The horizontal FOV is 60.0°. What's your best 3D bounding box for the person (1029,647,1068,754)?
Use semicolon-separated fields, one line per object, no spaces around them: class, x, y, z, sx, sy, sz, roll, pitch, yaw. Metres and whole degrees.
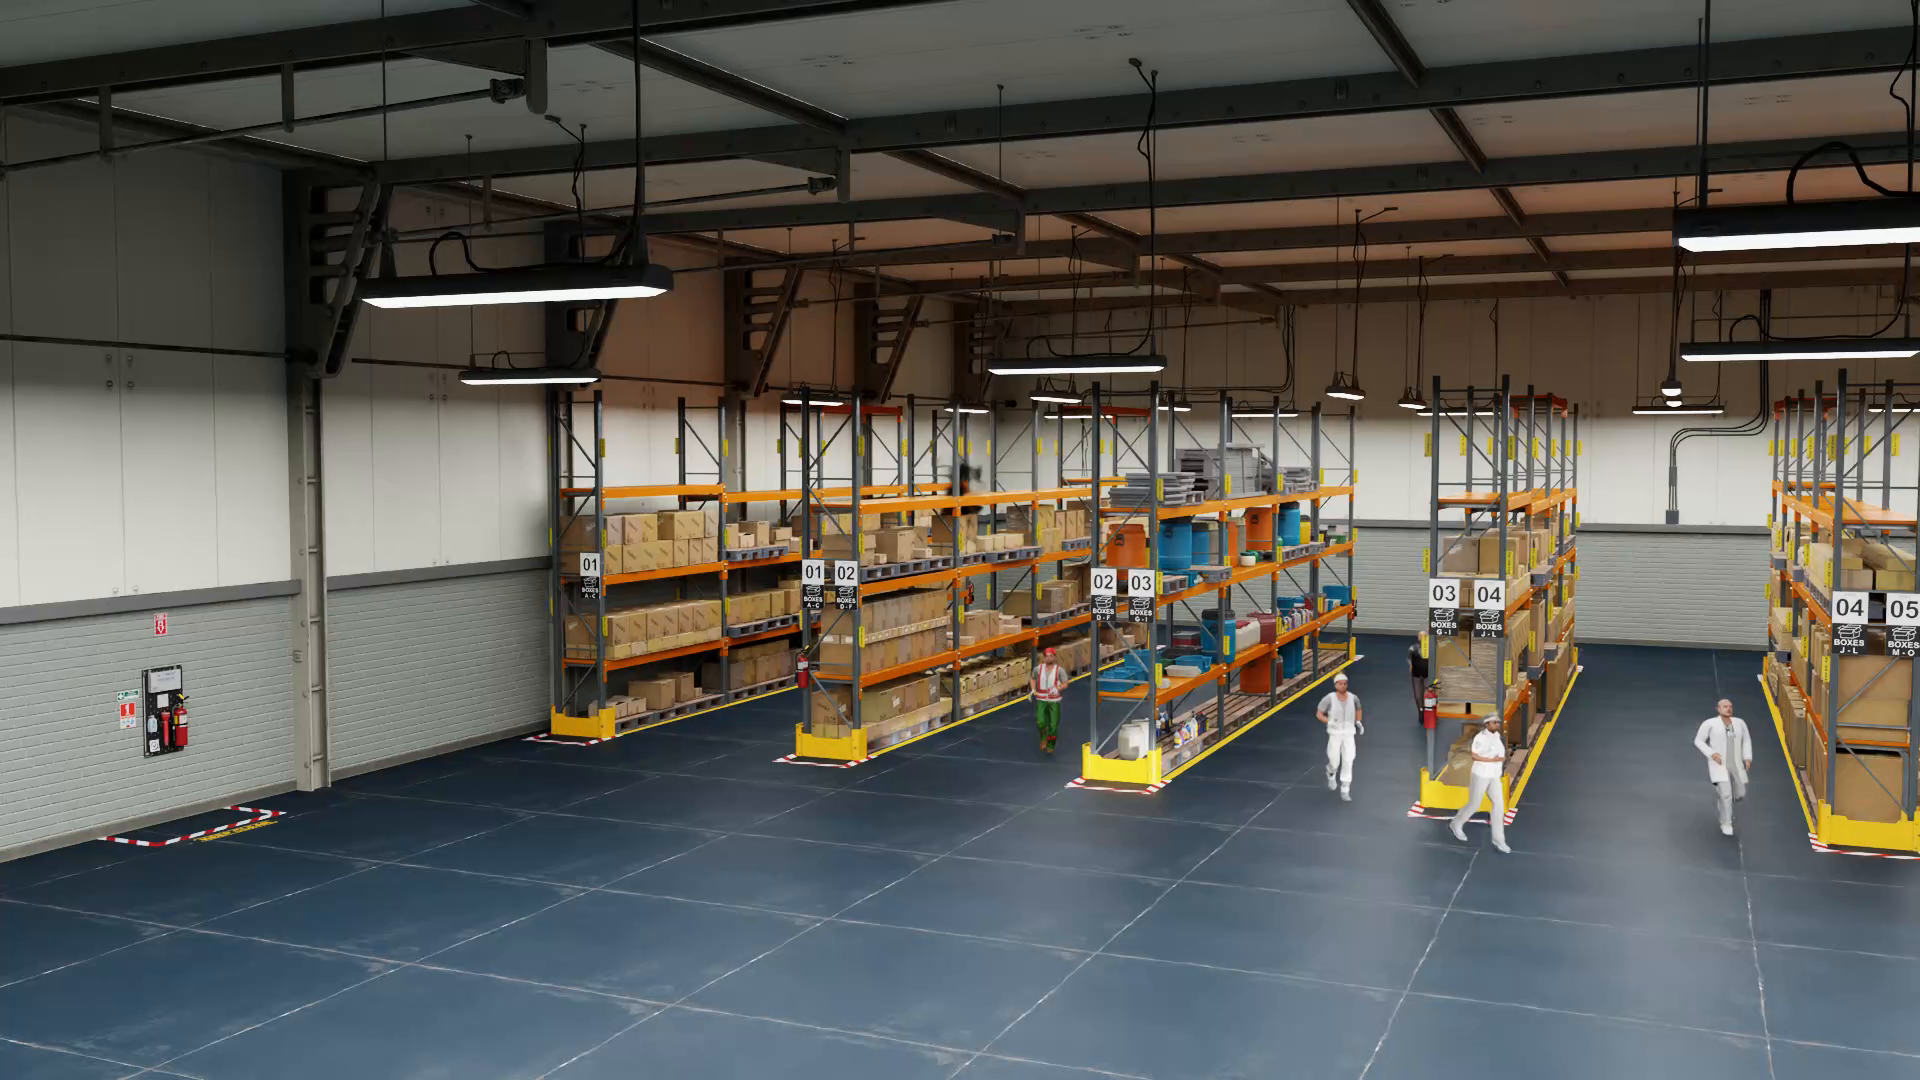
person;1.425;2.615;26.936;0.644;1.742;0.609;1;3;10

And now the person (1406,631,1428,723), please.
person;8.390;2.488;30.156;0.635;1.676;0.564;2;4;26

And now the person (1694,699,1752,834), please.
person;10.029;2.946;21.842;0.729;1.724;0.716;0;3;-1

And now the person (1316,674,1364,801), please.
person;5.444;2.795;23.816;0.680;1.773;0.794;0;3;0

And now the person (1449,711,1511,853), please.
person;6.606;2.994;20.902;0.584;1.731;0.874;-2;4;-32
